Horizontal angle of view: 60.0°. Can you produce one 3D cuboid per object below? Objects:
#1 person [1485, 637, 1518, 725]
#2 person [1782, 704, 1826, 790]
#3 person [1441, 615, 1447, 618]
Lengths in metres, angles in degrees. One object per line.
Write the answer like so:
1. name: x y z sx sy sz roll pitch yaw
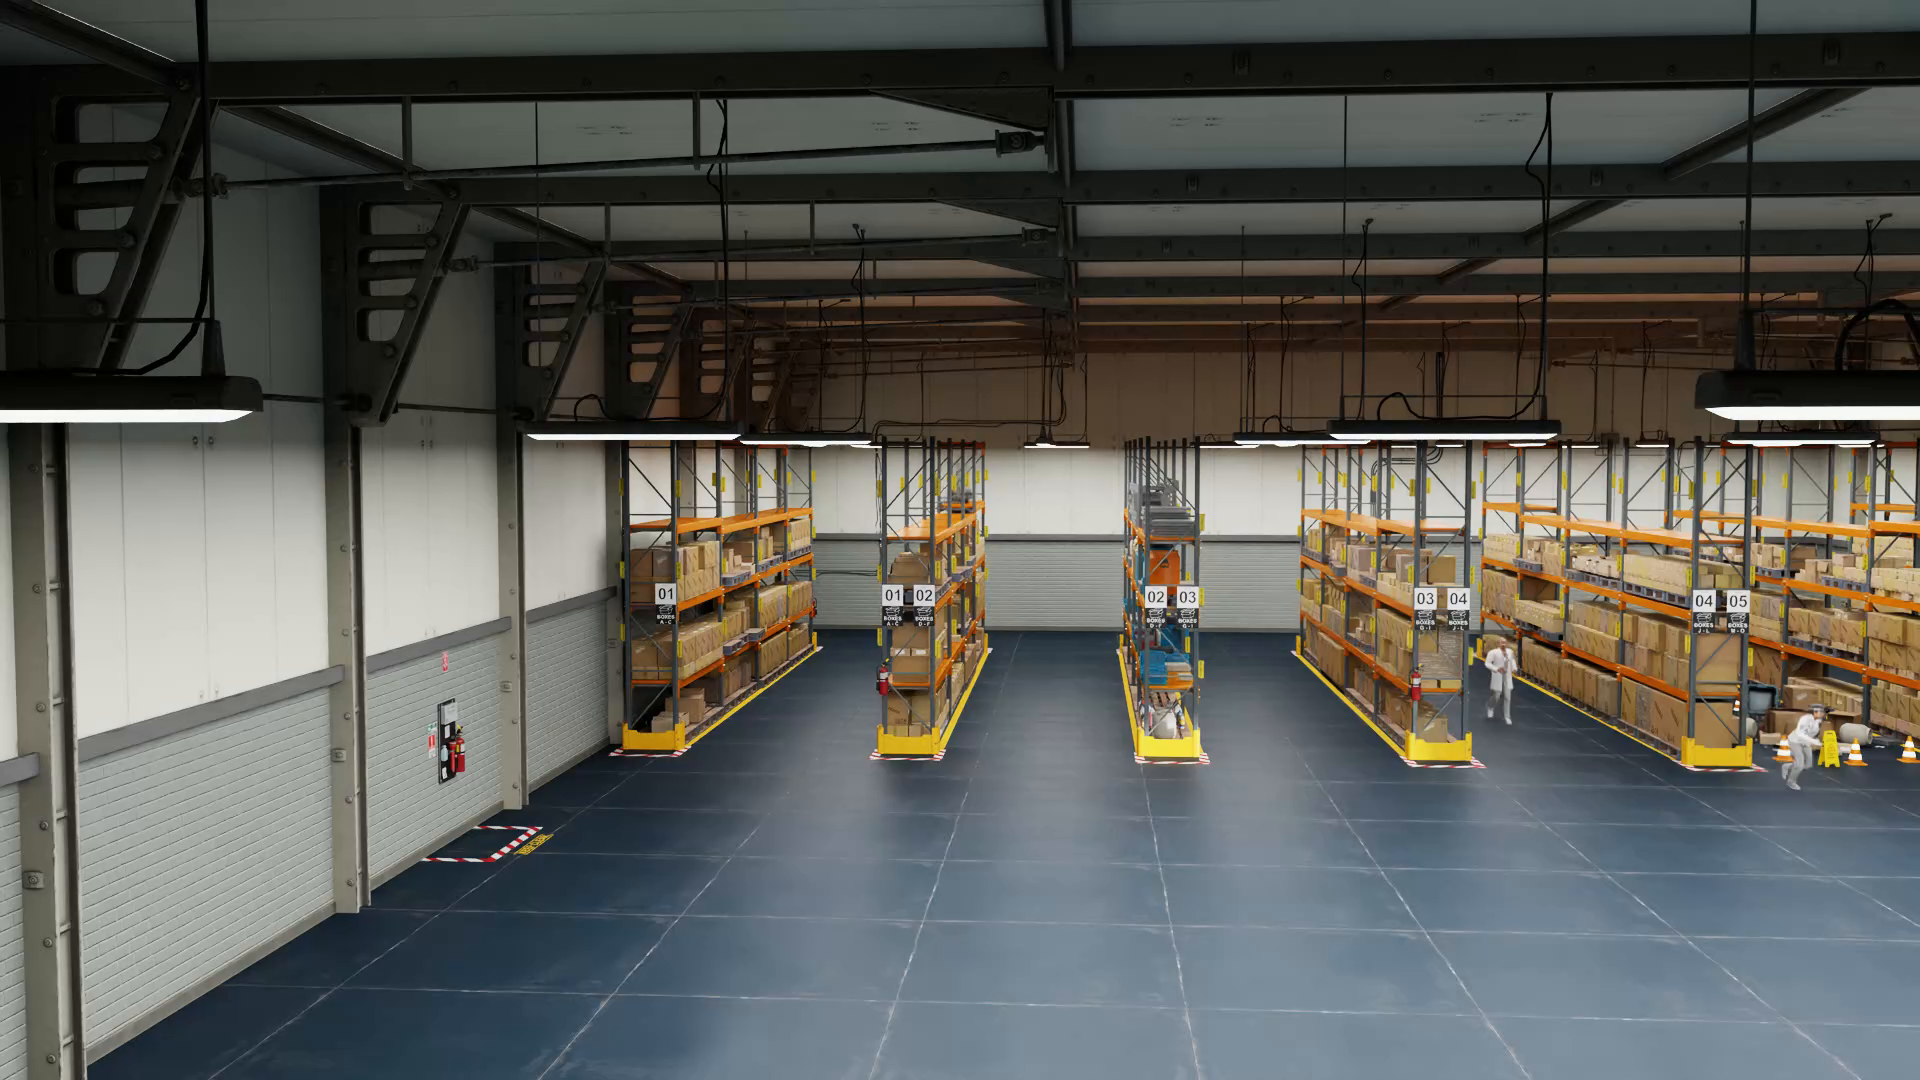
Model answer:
1. person: 11.445 2.951 35.184 0.732 1.797 0.932 0 3 -6
2. person: 14.303 3.481 28.109 0.641 1.504 0.748 -2 3 -27
3. person: 13.181 2.405 45.804 0.758 1.789 0.742 1 3 12
